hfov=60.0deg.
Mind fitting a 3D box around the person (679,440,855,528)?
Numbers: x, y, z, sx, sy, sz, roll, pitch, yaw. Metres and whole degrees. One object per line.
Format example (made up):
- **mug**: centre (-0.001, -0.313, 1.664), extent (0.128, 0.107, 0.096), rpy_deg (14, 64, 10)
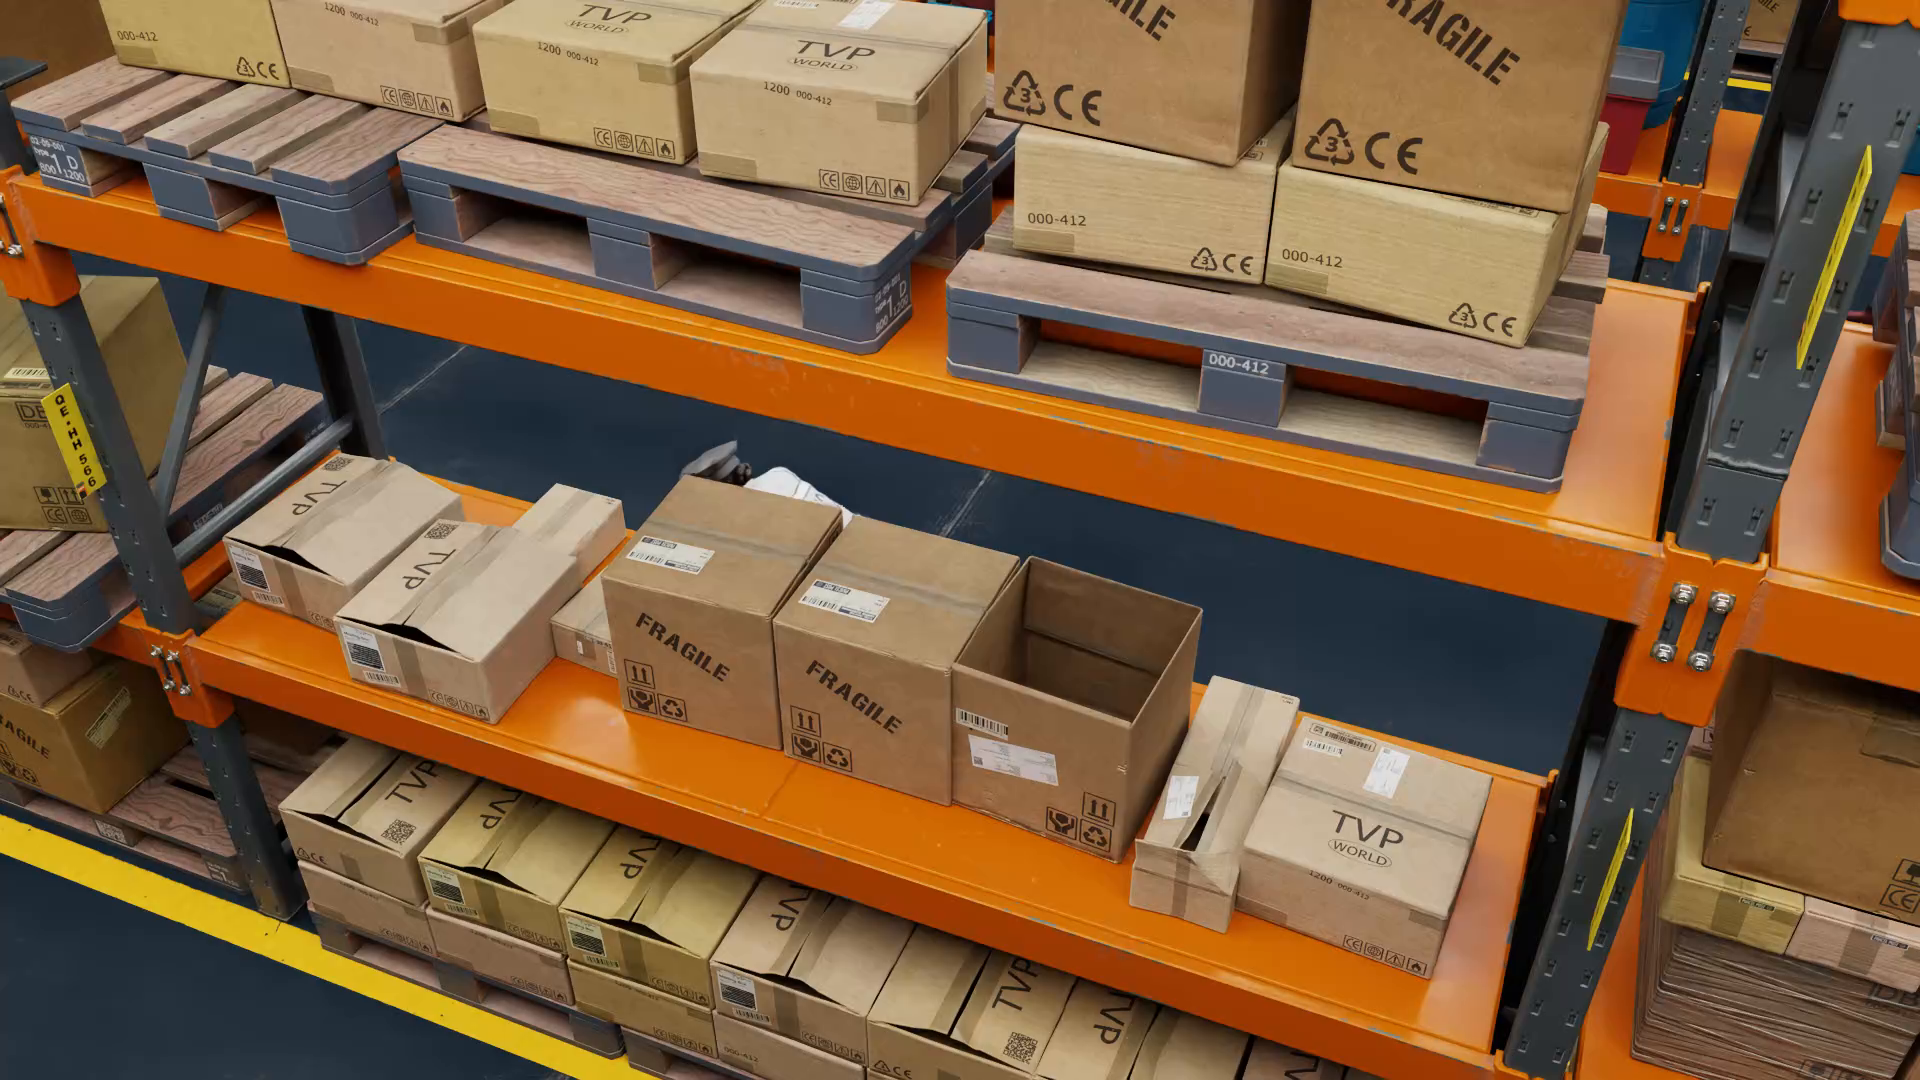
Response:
- **person**: centre (-0.690, 0.066, 6.636), extent (0.817, 0.975, 0.491), rpy_deg (14, 40, 17)
